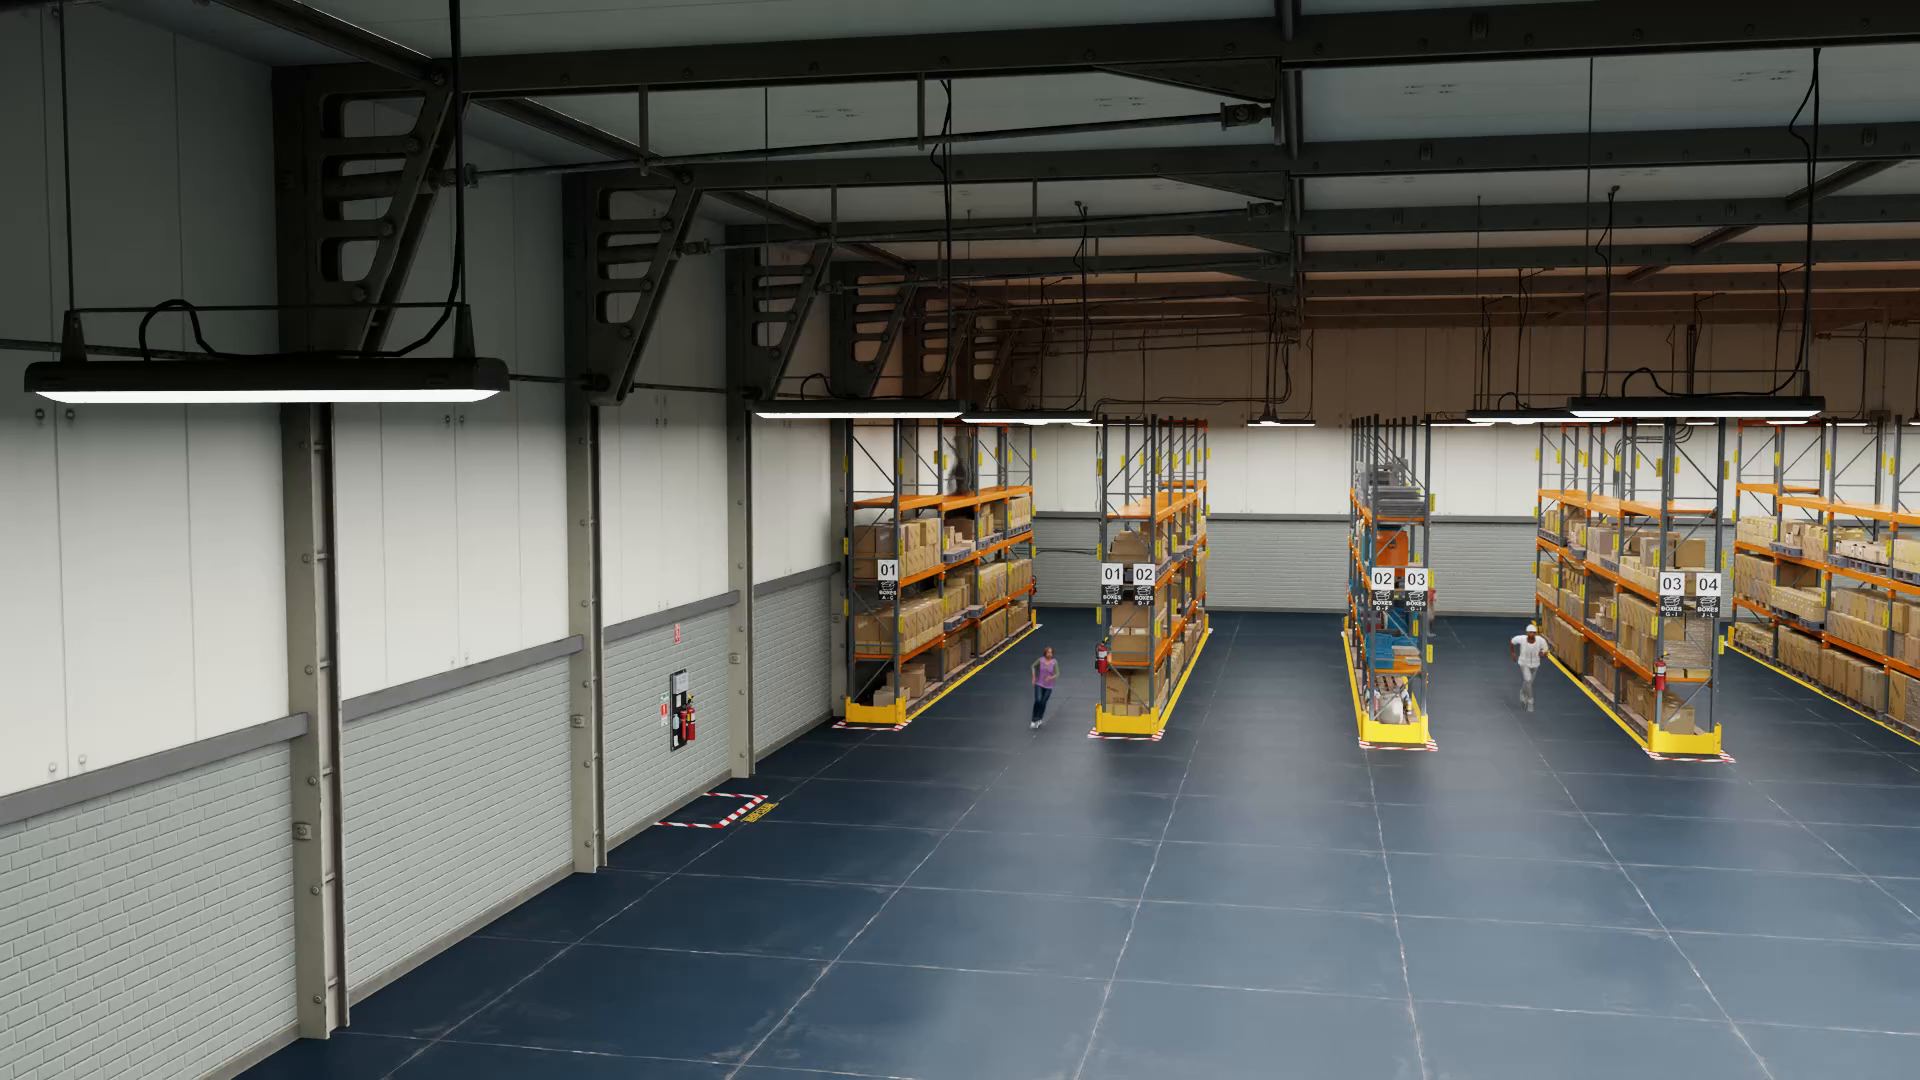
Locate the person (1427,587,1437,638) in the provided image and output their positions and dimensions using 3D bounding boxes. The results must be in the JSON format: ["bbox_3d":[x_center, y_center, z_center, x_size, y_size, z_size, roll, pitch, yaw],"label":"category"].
[{"bbox_3d":[12.805,1.850,45.715,0.735,1.760,0.663,-1,4,-21],"label":"person"}]

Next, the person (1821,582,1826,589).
[{"bbox_3d":[22.593,1.959,43.619,0.667,1.809,0.829,0,4,0],"label":"person"}]

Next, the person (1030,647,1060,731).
[{"bbox_3d":[1.615,2.829,31.821,0.574,1.599,0.672,0,4,0],"label":"person"}]

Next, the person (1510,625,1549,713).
[{"bbox_3d":[11.644,2.597,34.071,0.694,1.777,0.997,0,4,1],"label":"person"}]
